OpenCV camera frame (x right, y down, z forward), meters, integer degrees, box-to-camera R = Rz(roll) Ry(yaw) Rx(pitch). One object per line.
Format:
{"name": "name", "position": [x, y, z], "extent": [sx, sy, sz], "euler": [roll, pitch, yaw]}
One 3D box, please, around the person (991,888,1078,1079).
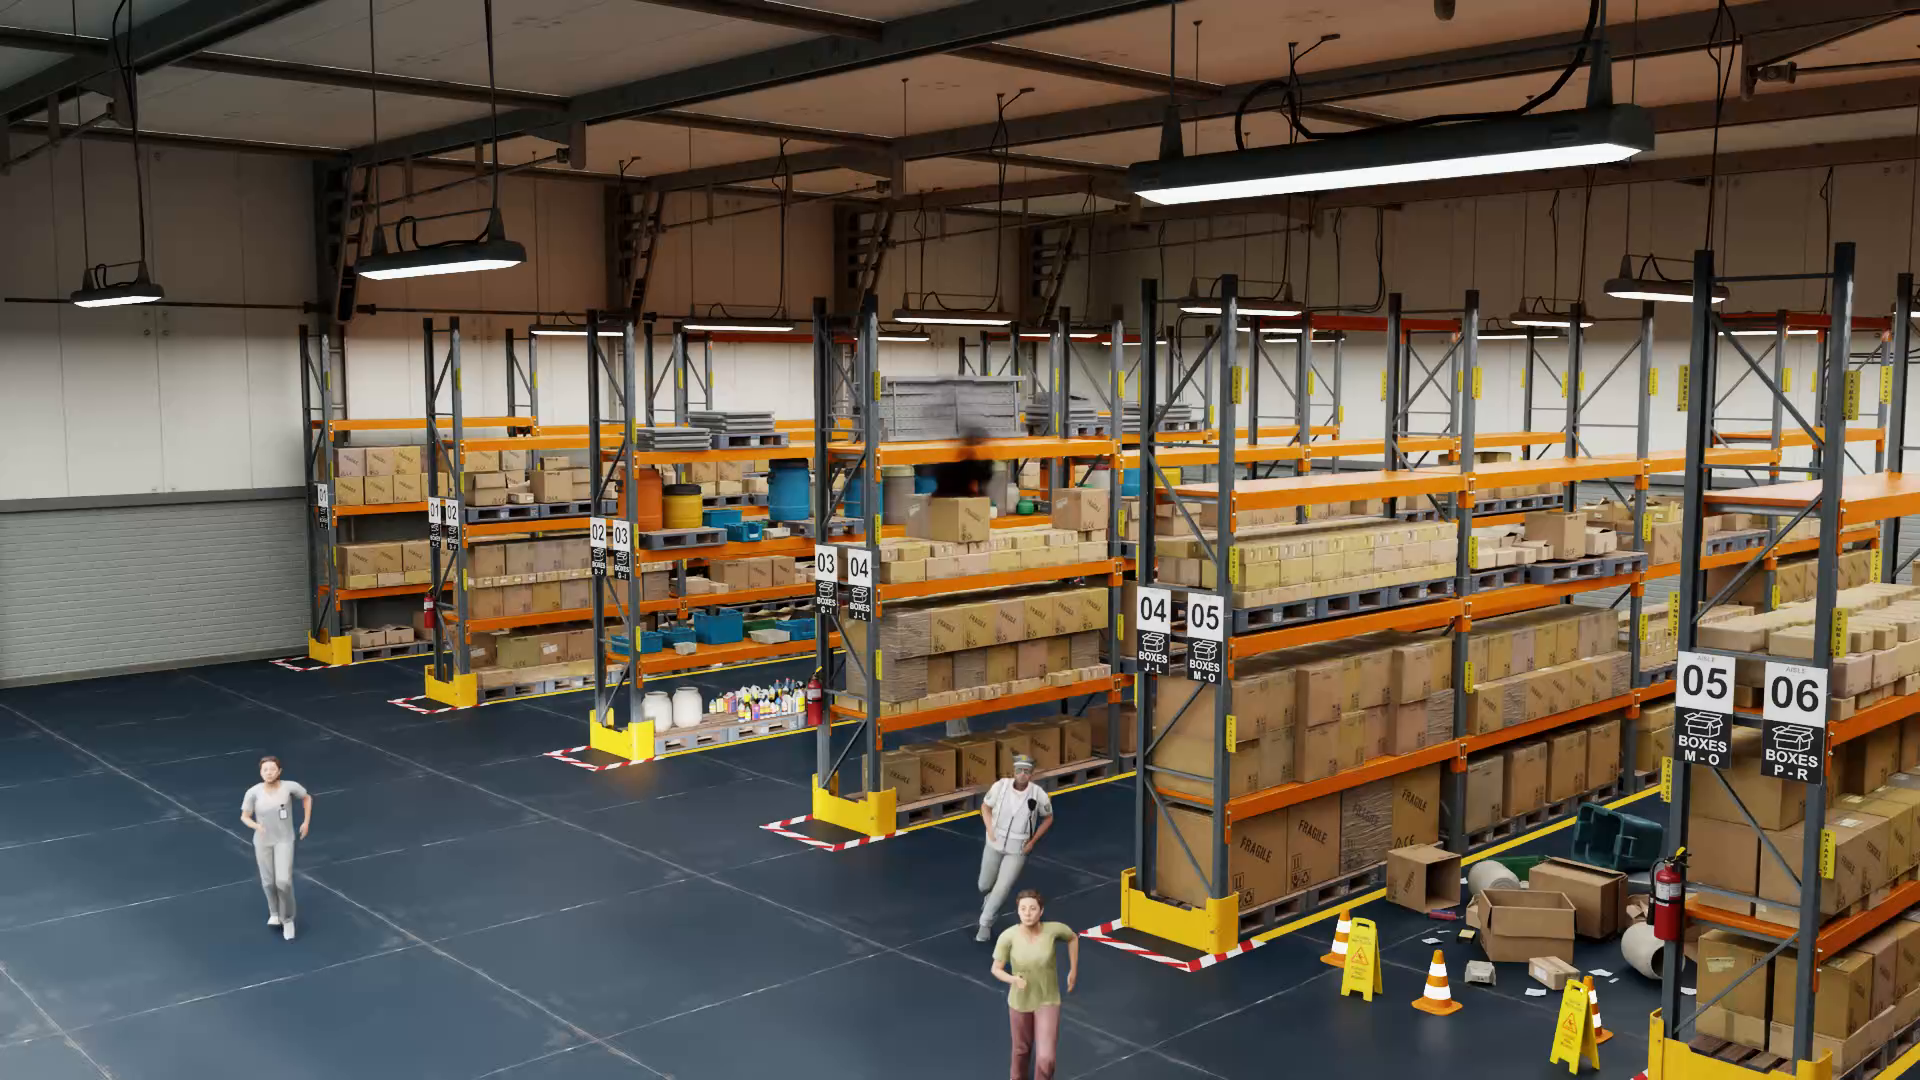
{"name": "person", "position": [0.510, 3.193, 11.374], "extent": [0.581, 1.697, 0.857], "euler": [1, 6, 5]}

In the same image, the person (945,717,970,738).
{"name": "person", "position": [-0.110, 1.963, 22.955], "extent": [0.710, 1.833, 0.784], "euler": [5, 8, 42]}

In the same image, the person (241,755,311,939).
{"name": "person", "position": [-6.259, 2.816, 15.236], "extent": [0.576, 1.710, 0.705], "euler": [-2, 6, -15]}

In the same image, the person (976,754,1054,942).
{"name": "person", "position": [0.504, 2.783, 15.344], "extent": [0.713, 1.717, 0.784], "euler": [1, 6, 13]}
